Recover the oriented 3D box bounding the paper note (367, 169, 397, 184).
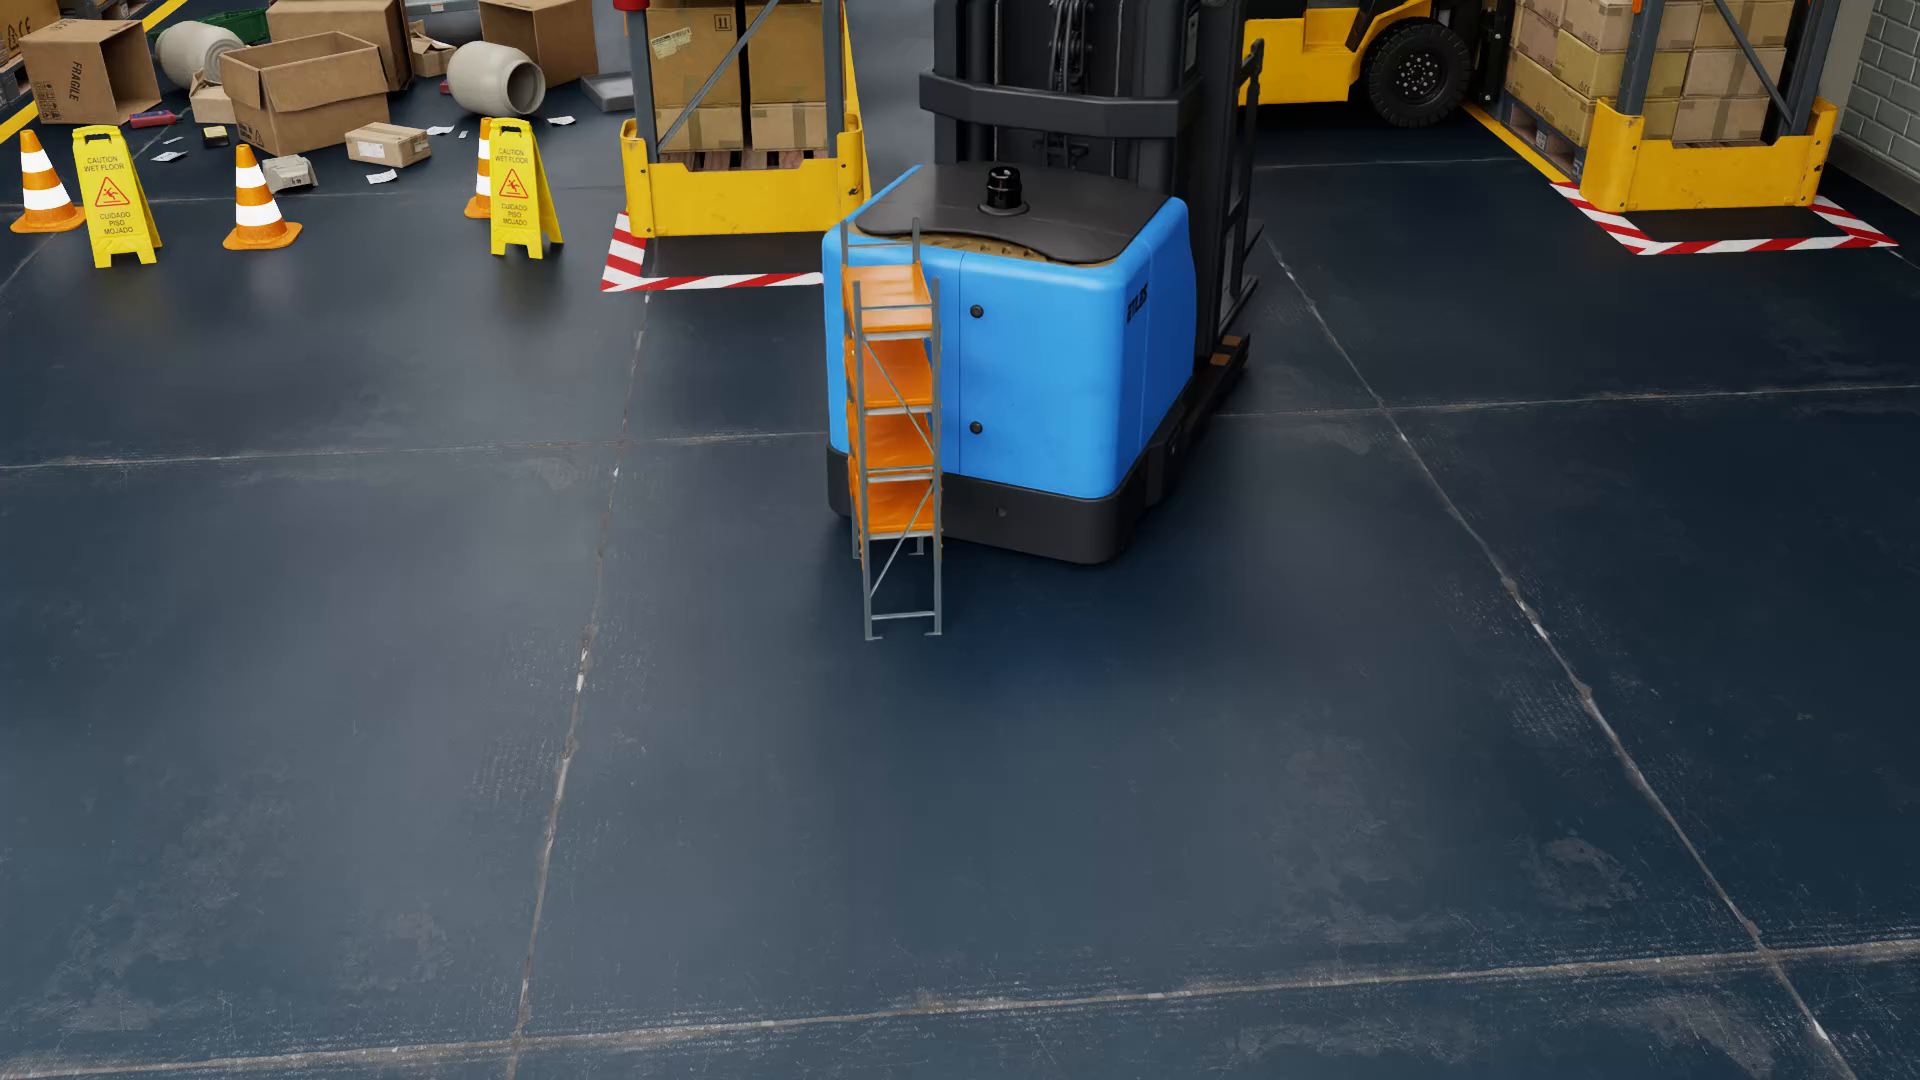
[{"bbox_3d":[-3.137,-1.976,9.029,0.148,0.019,0.142,-14,33,-22],"label":"paper note"}]

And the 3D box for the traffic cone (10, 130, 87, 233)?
[{"bbox_3d":[-4.622,-1.825,8.354,0.336,0.463,0.334,-3,31,-5],"label":"traffic cone"}]

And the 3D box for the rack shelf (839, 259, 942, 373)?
[{"bbox_3d":[-0.210,-0.670,4.936,0.258,0.148,0.480,-4,31,-7],"label":"rack shelf"}]

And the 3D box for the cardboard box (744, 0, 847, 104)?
[{"bbox_3d":[-0.870,-2.623,8.756,0.500,0.500,0.500,-4,31,-6],"label":"cardboard box"}]

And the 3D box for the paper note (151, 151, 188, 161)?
[{"bbox_3d":[-4.438,-2.160,9.338,0.144,0.017,0.142,8,32,13],"label":"paper note"}]

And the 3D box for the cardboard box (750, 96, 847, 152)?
[{"bbox_3d":[-0.867,-2.289,8.928,0.500,0.250,0.500,-3,31,-5],"label":"cardboard box"}]

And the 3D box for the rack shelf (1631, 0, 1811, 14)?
[{"bbox_3d":[3.688,-3.816,9.914,1.077,0.370,4.000,-3,31,-5],"label":"rack shelf"}]

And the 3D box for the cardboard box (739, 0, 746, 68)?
[{"bbox_3d":[-1.454,-2.848,9.134,0.500,0.500,0.500,-2,31,-3],"label":"cardboard box"}]

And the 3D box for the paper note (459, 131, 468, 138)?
[{"bbox_3d":[-2.899,-2.368,9.704,0.032,0.001,0.123,-3,31,-5],"label":"paper note"}]

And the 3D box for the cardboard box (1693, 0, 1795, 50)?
[{"bbox_3d":[4.018,-2.787,8.787,0.500,0.250,0.500,-3,31,-5],"label":"cardboard box"}]

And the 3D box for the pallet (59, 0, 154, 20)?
[{"bbox_3d":[-6.507,-3.810,11.923,1.003,0.211,1.213,-3,31,-5],"label":"pallet"}]

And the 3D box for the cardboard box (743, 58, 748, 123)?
[{"bbox_3d":[-1.451,-2.528,9.329,0.500,0.250,0.500,-3,31,-4],"label":"cardboard box"}]

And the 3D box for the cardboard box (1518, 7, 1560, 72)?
[{"bbox_3d":[3.482,-2.808,9.310,0.500,0.250,0.500,-3,31,-5],"label":"cardboard box"}]

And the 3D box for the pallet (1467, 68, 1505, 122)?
[{"bbox_3d":[3.651,-2.916,10.426,1.003,0.211,1.213,-3,31,-5],"label":"pallet"}]

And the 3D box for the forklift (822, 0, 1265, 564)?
[{"bbox_3d":[0.557,-1.920,6.107,1.130,2.935,3.031,12,33,19],"label":"forklift"}]

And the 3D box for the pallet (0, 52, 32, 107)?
[{"bbox_3d":[-6.367,-3.028,10.613,1.003,0.211,1.213,-3,31,-5],"label":"pallet"}]

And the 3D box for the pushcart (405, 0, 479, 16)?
[{"bbox_3d":[-3.706,-3.645,11.485,1.648,0.377,0.936,-14,33,-22],"label":"pushcart"}]

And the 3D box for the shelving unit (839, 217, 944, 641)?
[{"bbox_3d":[-0.210,-0.333,5.137,0.258,1.200,0.503,-4,31,-7],"label":"shelving unit"}]

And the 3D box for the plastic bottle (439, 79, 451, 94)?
[{"bbox_3d":[-3.187,-2.896,10.538,0.133,0.061,0.283,2,31,4],"label":"plastic bottle"}]

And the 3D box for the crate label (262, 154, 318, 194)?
[{"bbox_3d":[-3.600,-1.964,8.904,0.250,0.136,0.298,-20,36,-30],"label":"crate label"}]

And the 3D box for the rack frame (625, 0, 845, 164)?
[{"bbox_3d":[-1.067,-2.864,7.619,1.000,3.000,0.127,-3,31,-5],"label":"rack frame"}]

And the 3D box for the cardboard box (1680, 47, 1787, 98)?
[{"bbox_3d":[4.037,-2.568,8.908,0.500,0.250,0.500,-2,31,-4],"label":"cardboard box"}]

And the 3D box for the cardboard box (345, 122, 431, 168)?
[{"bbox_3d":[-3.201,-2.212,9.308,0.380,0.149,0.250,13,33,21],"label":"cardboard box"}]

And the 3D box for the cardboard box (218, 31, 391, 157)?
[{"bbox_3d":[-3.752,-2.567,9.557,0.637,0.503,0.797,27,40,37],"label":"cardboard box"}]

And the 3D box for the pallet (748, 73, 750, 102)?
[{"bbox_3d":[-1.226,-2.743,10.137,1.003,0.211,1.213,-3,31,-5],"label":"pallet"}]

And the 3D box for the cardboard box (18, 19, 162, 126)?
[{"bbox_3d":[-5.193,-2.802,9.950,0.500,0.500,0.500,2,31,4],"label":"cardboard box"}]

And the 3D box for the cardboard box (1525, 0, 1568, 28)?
[{"bbox_3d":[3.467,-3.013,9.166,0.500,0.250,0.500,-2,31,-4],"label":"cardboard box"}]

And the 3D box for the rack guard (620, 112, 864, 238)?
[{"bbox_3d":[-1.074,-1.829,8.325,1.175,0.500,0.348,-3,31,-5],"label":"rack guard"}]

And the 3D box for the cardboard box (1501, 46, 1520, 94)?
[{"bbox_3d":[3.441,-2.838,9.848,0.500,0.250,0.500,-2,31,-4],"label":"cardboard box"}]

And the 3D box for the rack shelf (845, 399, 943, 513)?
[{"bbox_3d":[-0.210,-0.275,5.172,0.258,0.148,0.480,-4,31,-7],"label":"rack shelf"}]

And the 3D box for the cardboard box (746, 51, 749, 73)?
[{"bbox_3d":[-1.541,-3.049,10.201,0.500,0.250,0.500,-3,31,-5],"label":"cardboard box"}]

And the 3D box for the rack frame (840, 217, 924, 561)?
[{"bbox_3d":[-0.243,-0.457,5.345,0.240,1.200,0.015,-4,31,-7],"label":"rack frame"}]

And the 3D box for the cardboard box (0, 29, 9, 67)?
[{"bbox_3d":[-6.283,-3.101,9.678,0.875,0.875,0.875,-3,31,-4],"label":"cardboard box"}]

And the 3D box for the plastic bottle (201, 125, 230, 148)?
[{"bbox_3d":[-4.304,-2.339,9.606,0.133,0.061,0.283,-14,33,-22],"label":"plastic bottle"}]

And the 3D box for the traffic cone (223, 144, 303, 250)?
[{"bbox_3d":[-3.465,-1.705,8.154,0.336,0.463,0.334,-3,31,-5],"label":"traffic cone"}]

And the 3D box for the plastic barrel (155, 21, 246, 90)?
[{"bbox_3d":[-4.726,-3.005,10.369,0.512,0.421,0.421,20,36,29],"label":"plastic barrel"}]

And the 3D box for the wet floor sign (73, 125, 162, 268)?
[{"bbox_3d":[-4.012,-1.644,7.873,0.267,0.644,0.232,-8,32,-13],"label":"wet floor sign"}]

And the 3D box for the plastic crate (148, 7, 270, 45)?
[{"bbox_3d":[-5.039,-3.409,11.217,0.450,0.188,0.662,4,30,26],"label":"plastic crate"}]

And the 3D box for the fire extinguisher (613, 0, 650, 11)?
[{"bbox_3d":[-1.515,-2.750,7.504,0.296,0.674,0.183,-3,31,-5],"label":"fire extinguisher"}]

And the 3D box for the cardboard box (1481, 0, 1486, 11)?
[{"bbox_3d":[3.369,-3.326,10.178,0.500,0.250,0.500,-3,31,-5],"label":"cardboard box"}]

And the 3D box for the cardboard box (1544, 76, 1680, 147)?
[{"bbox_3d":[3.516,-2.328,8.994,0.500,0.250,0.500,-3,31,-4],"label":"cardboard box"}]
